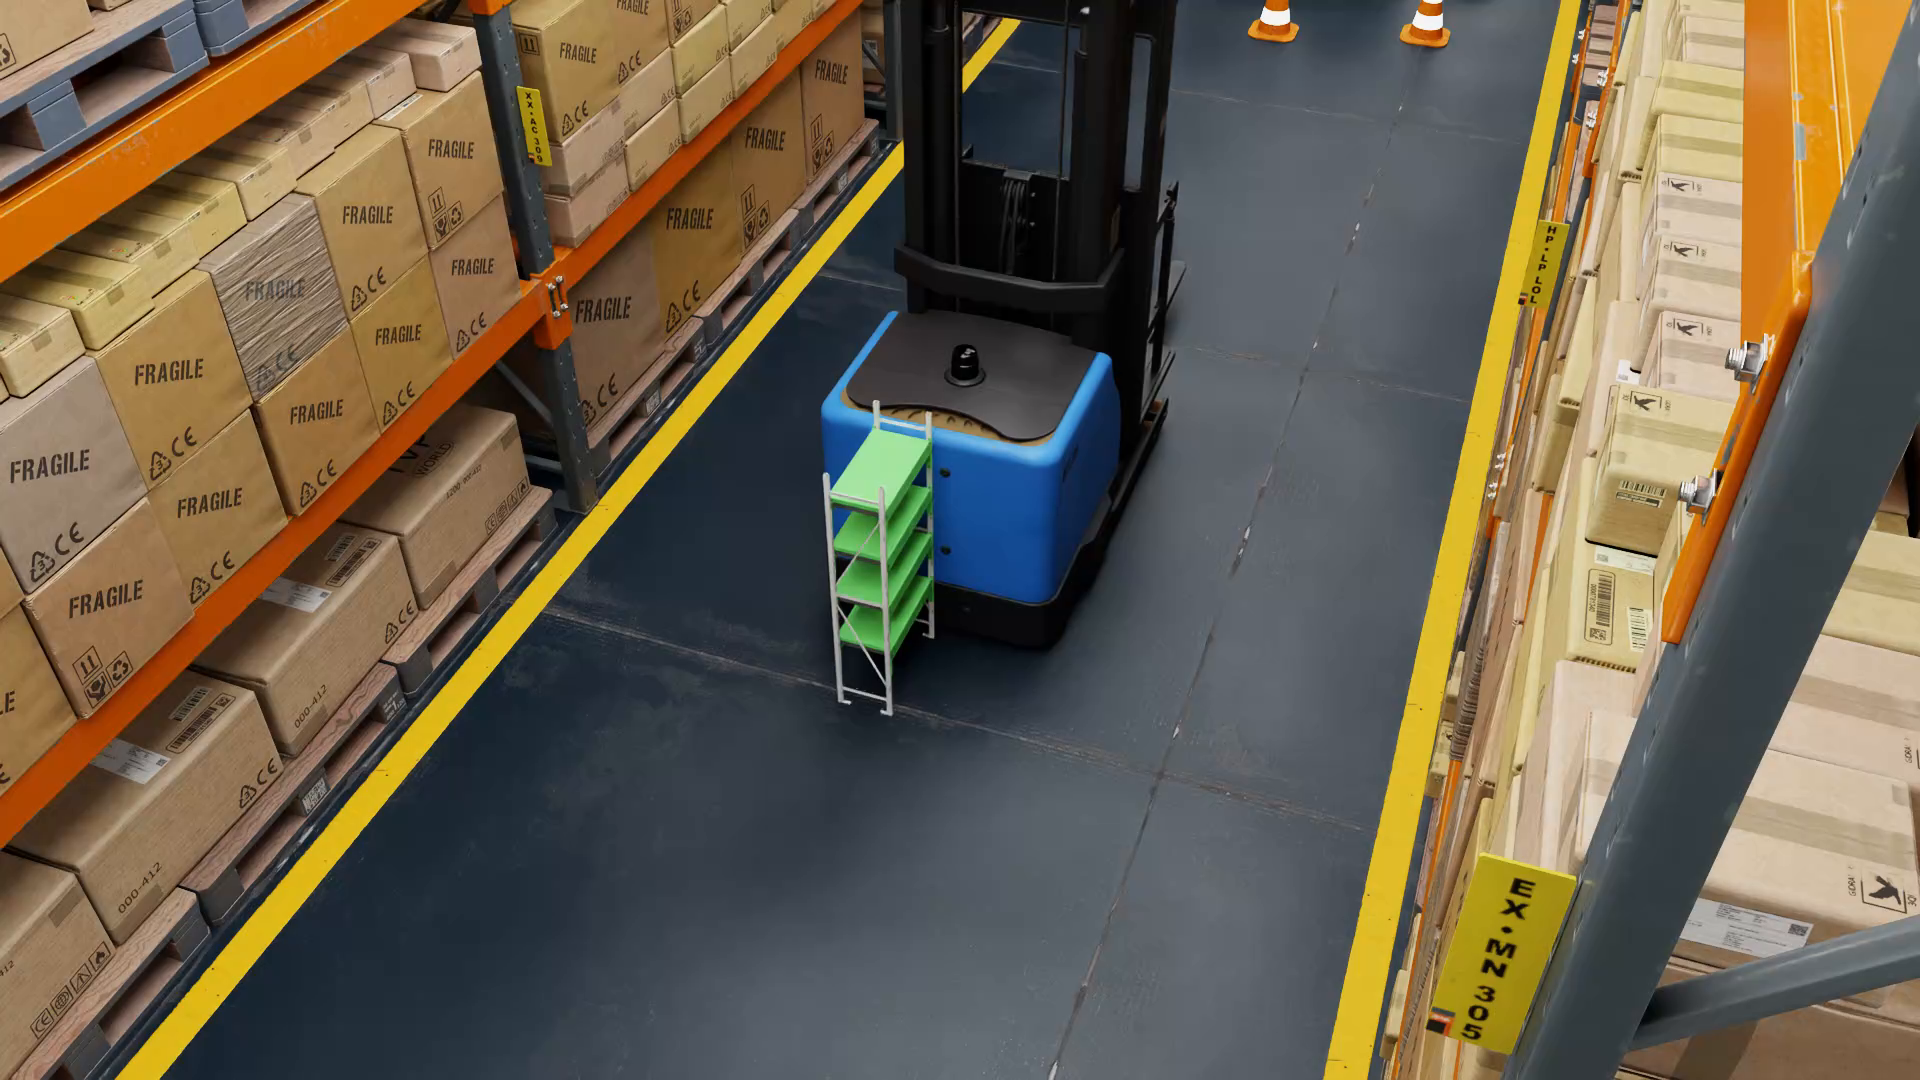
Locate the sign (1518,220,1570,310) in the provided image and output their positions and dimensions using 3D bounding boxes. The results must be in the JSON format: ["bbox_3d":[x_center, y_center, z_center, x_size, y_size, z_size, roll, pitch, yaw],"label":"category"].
[{"bbox_3d":[1.957,-0.922,5.581,0.100,0.325,0.005,13,42,15],"label":"sign"}]

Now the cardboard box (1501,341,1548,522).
[{"bbox_3d":[2.074,-0.265,5.397,0.500,0.500,0.500,13,42,14],"label":"cardboard box"}]

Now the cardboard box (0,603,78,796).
[{"bbox_3d":[-2.993,0.461,4.775,0.500,0.500,0.500,13,42,14],"label":"cardboard box"}]

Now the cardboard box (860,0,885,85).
[{"bbox_3d":[-0.636,-3.339,11.007,0.950,0.372,0.625,11,42,12],"label":"cardboard box"}]

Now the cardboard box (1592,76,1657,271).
[{"bbox_3d":[1.730,-0.787,3.735,0.500,0.250,0.500,14,42,16],"label":"cardboard box"}]

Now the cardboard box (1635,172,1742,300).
[{"bbox_3d":[1.497,-0.548,3.147,0.380,0.149,0.250,12,42,14],"label":"cardboard box"}]

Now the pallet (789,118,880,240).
[{"bbox_3d":[-1.179,-2.312,10.251,1.003,0.211,1.213,13,42,15],"label":"pallet"}]

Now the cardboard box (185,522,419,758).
[{"bbox_3d":[-2.827,0.323,6.664,0.875,0.438,0.875,12,42,14],"label":"cardboard box"}]

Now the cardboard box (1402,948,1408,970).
[{"bbox_3d":[1.648,1.516,5.489,0.380,0.149,0.250,12,42,14],"label":"cardboard box"}]

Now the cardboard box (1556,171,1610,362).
[{"bbox_3d":[1.715,-0.600,3.900,0.500,0.250,0.500,15,43,17],"label":"cardboard box"}]

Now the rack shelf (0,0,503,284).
[{"bbox_3d":[-2.890,-1.045,4.860,1.077,0.370,4.000,13,42,15],"label":"rack shelf"}]

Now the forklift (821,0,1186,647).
[{"bbox_3d":[0.403,-1.625,7.350,1.130,2.935,3.031,13,42,15],"label":"forklift"}]

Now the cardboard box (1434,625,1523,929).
[{"bbox_3d":[1.378,0.586,3.630,0.500,0.500,0.500,15,43,17],"label":"cardboard box"}]

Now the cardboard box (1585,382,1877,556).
[{"bbox_3d":[1.202,-0.085,2.604,0.380,0.149,0.250,14,42,16],"label":"cardboard box"}]

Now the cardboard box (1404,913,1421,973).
[{"bbox_3d":[1.647,1.399,5.397,0.380,0.149,0.250,13,42,15],"label":"cardboard box"}]

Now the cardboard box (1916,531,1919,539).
[{"bbox_3d":[1.684,0.277,2.487,0.500,0.250,0.500,13,42,15],"label":"cardboard box"}]

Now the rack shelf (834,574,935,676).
[{"bbox_3d":[-0.307,0.322,6.870,0.258,0.148,0.480,13,42,15],"label":"rack shelf"}]

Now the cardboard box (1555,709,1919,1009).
[{"bbox_3d":[0.950,0.386,2.053,0.380,0.149,0.250,13,42,15],"label":"cardboard box"}]

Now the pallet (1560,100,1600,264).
[{"bbox_3d":[3.210,-1.510,7.311,1.003,0.211,1.213,13,42,15],"label":"pallet"}]

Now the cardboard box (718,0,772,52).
[{"bbox_3d":[-1.270,-2.671,8.254,0.500,0.250,0.500,12,42,14],"label":"cardboard box"}]

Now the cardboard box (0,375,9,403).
[{"bbox_3d":[-2.860,-0.423,4.541,0.380,0.149,0.250,14,42,16],"label":"cardboard box"}]

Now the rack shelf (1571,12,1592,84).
[{"bbox_3d":[4.532,-3.746,10.337,1.077,0.370,4.000,13,42,15],"label":"rack shelf"}]

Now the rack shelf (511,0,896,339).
[{"bbox_3d":[-1.522,-2.343,8.693,1.077,0.370,4.000,13,42,15],"label":"rack shelf"}]

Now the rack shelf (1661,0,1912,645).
[{"bbox_3d":[1.796,-1.148,2.672,1.077,0.370,4.000,13,42,15],"label":"rack shelf"}]

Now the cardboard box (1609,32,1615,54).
[{"bbox_3d":[3.413,-2.472,8.160,0.380,0.149,0.250,15,43,17],"label":"cardboard box"}]

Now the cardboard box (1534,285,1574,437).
[{"bbox_3d":[1.934,-0.351,4.727,0.500,0.500,0.500,12,42,14],"label":"cardboard box"}]

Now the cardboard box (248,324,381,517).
[{"bbox_3d":[-2.453,-0.471,5.867,0.500,0.500,0.500,13,42,14],"label":"cardboard box"}]

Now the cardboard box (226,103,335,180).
[{"bbox_3d":[-2.369,-1.359,5.638,0.380,0.149,0.250,13,42,15],"label":"cardboard box"}]

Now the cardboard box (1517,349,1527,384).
[{"bbox_3d":[2.686,-0.675,7.208,0.500,0.250,0.500,15,43,17],"label":"cardboard box"}]

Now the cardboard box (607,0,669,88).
[{"bbox_3d":[-1.637,-2.336,7.284,0.500,0.500,0.500,13,42,15],"label":"cardboard box"}]

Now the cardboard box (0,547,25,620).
[{"bbox_3d":[-2.972,0.078,4.454,0.500,0.500,0.500,12,42,14],"label":"cardboard box"}]

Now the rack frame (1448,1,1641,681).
[{"bbox_3d":[2.480,-0.360,5.815,1.000,3.000,0.127,13,42,15],"label":"rack frame"}]

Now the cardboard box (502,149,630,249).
[{"bbox_3d":[-1.807,-1.550,7.325,0.500,0.250,0.500,12,42,14],"label":"cardboard box"}]

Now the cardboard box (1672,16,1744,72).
[{"bbox_3d":[1.795,-1.027,3.709,0.380,0.149,0.250,12,42,14],"label":"cardboard box"}]

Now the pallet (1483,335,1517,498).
[{"bbox_3d":[3.161,-0.521,8.152,1.003,0.211,1.213,13,42,15],"label":"pallet"}]

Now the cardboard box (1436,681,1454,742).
[{"bbox_3d":[2.054,0.715,6.427,0.380,0.149,0.250,12,42,13],"label":"cardboard box"}]

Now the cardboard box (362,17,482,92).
[{"bbox_3d":[-2.012,-1.804,6.160,0.380,0.149,0.250,12,42,14],"label":"cardboard box"}]

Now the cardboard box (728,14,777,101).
[{"bbox_3d":[-1.262,-2.478,8.412,0.500,0.250,0.500,13,42,14],"label":"cardboard box"}]

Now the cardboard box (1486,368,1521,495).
[{"bbox_3d":[2.672,-0.389,7.451,0.500,0.500,0.500,12,42,14],"label":"cardboard box"}]

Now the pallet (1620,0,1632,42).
[{"bbox_3d":[2.791,-1.783,5.316,1.213,0.211,1.003,13,42,15],"label":"pallet"}]

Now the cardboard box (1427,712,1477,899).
[{"bbox_3d":[1.550,0.671,4.300,0.500,0.500,0.500,15,43,17],"label":"cardboard box"}]

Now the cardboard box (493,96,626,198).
[{"bbox_3d":[-1.791,-1.736,7.158,0.500,0.250,0.500,12,42,14],"label":"cardboard box"}]

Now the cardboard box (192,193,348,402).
[{"bbox_3d":[-2.454,-0.846,5.537,0.500,0.500,0.500,14,42,16],"label":"cardboard box"}]

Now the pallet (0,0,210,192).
[{"bbox_3d":[-2.914,-1.266,4.634,1.003,0.211,1.213,13,42,15],"label":"pallet"}]

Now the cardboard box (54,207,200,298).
[{"bbox_3d":[-2.579,-0.885,5.082,0.380,0.149,0.250,13,42,15],"label":"cardboard box"}]

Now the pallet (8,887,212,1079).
[{"bbox_3d":[-3.374,1.598,5.668,1.003,0.211,1.213,13,42,15],"label":"pallet"}]

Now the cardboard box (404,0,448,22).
[{"bbox_3d":[-2.289,-2.144,7.058,0.500,0.500,0.500,15,43,16],"label":"cardboard box"}]

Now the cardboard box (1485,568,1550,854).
[{"bbox_3d":[1.187,0.347,2.791,0.500,0.250,0.500,13,42,15],"label":"cardboard box"}]

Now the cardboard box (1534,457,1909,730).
[{"bbox_3d":[1.204,0.156,2.629,0.500,0.250,0.500,12,42,14],"label":"cardboard box"}]

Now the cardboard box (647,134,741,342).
[{"bbox_3d":[-1.768,-1.697,8.695,0.875,0.875,0.875,14,43,16],"label":"cardboard box"}]

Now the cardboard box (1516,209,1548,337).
[{"bbox_3d":[3.198,-1.326,8.549,0.500,0.500,0.500,14,42,16],"label":"cardboard box"}]

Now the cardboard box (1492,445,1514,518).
[{"bbox_3d":[2.076,-0.164,5.779,0.380,0.149,0.250,15,43,17],"label":"cardboard box"}]

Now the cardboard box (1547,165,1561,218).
[{"bbox_3d":[3.211,-1.618,8.313,0.500,0.250,0.500,13,42,15],"label":"cardboard box"}]

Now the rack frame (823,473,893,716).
[{"bbox_3d":[-0.391,0.239,6.499,0.240,1.200,0.015,13,42,15],"label":"rack frame"}]

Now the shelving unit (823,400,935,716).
[{"bbox_3d":[-0.307,0.091,6.673,0.258,1.200,0.503,13,42,15],"label":"shelving unit"}]
